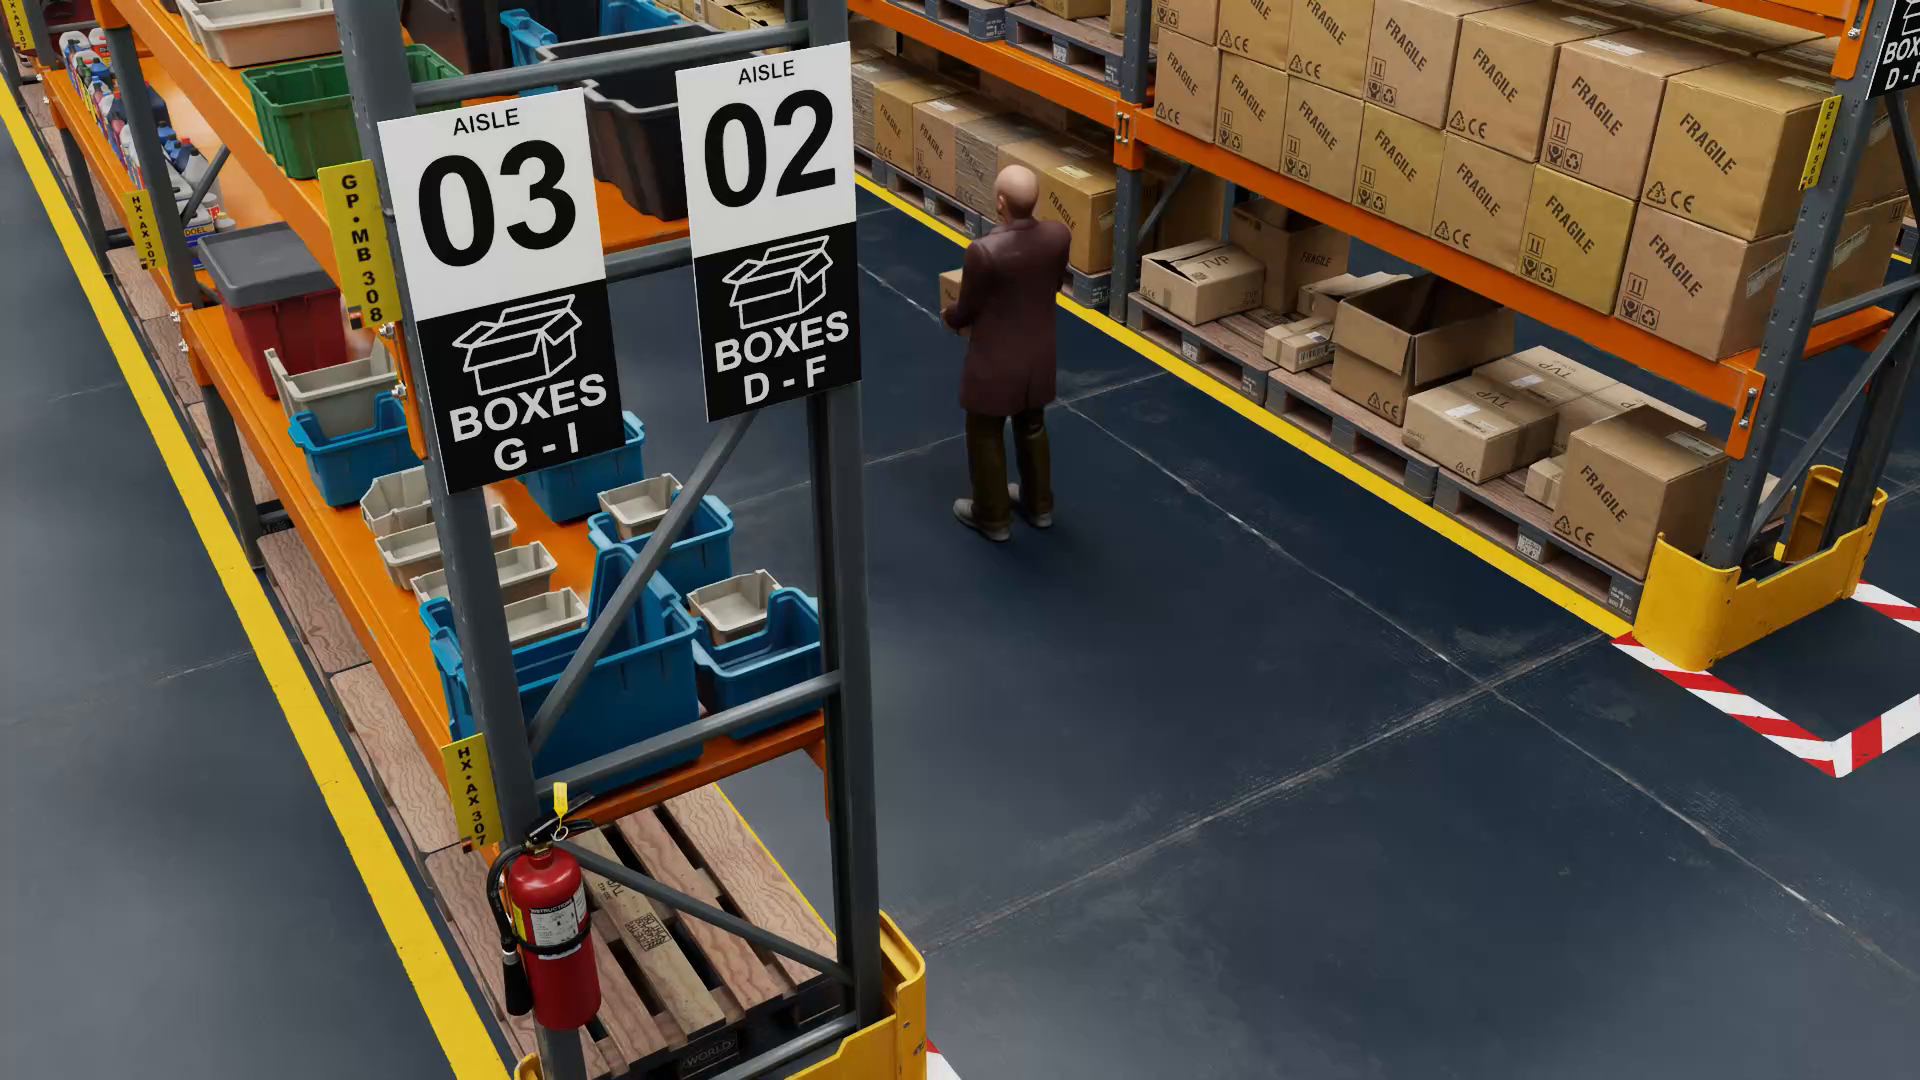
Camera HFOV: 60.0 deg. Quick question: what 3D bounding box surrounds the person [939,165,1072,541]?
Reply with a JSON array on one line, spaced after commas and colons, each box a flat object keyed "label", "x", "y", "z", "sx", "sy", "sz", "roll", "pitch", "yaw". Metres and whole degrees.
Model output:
[{"label": "person", "x": 0.173, "y": -0.880, "z": 7.546, "sx": 0.542, "sy": 1.779, "sz": 0.538, "roll": -19, "pitch": 37, "yaw": -27}]
